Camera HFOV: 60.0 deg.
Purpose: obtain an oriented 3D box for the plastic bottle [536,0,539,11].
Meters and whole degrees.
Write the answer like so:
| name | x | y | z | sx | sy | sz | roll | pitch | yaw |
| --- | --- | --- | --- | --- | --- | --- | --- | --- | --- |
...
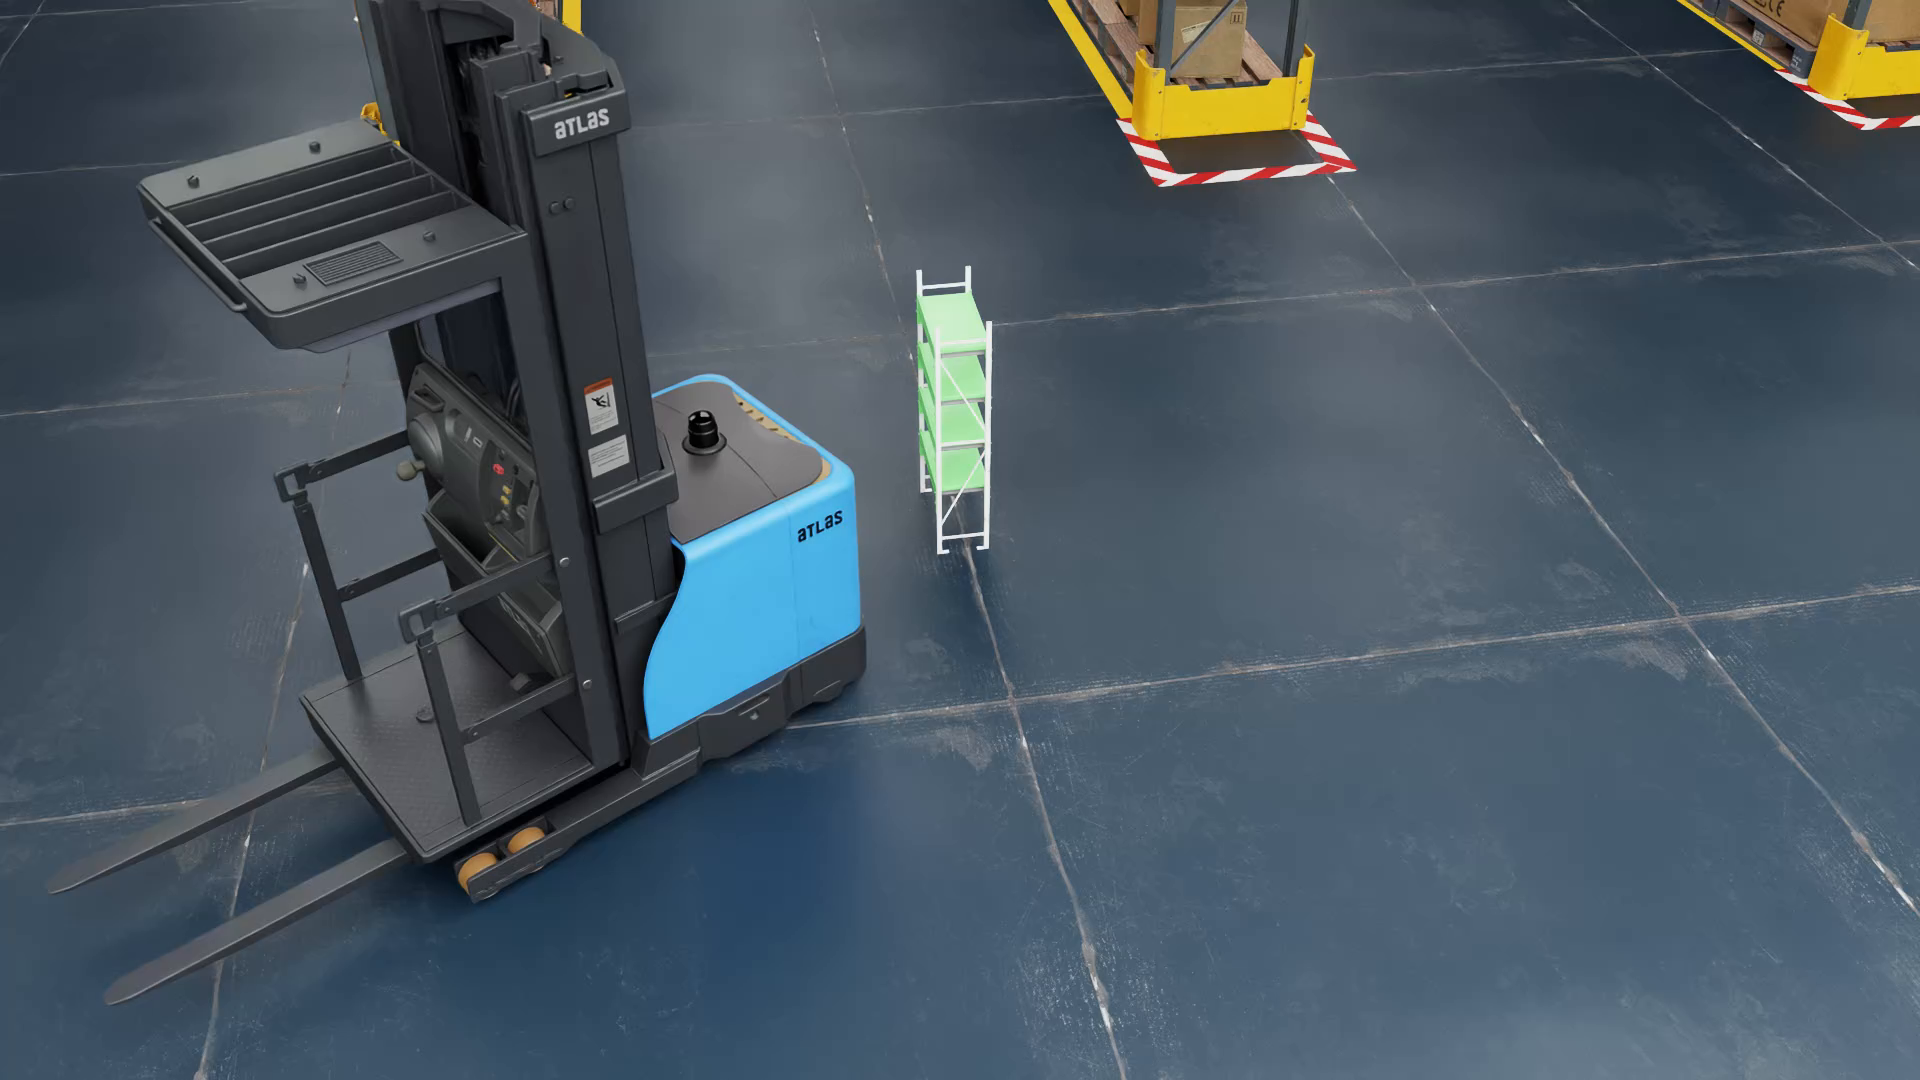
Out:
| name | x | y | z | sx | sy | sz | roll | pitch | yaw |
| --- | --- | --- | --- | --- | --- | --- | --- | --- | --- |
| plastic bottle | -3.213 | -4.076 | 12.417 | 0.097 | 0.271 | 0.097 | 0 | 38 | 0 |

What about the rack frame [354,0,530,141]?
| name | x | y | z | sx | sy | sz | roll | pitch | yaw |
| --- | --- | --- | --- | --- | --- | --- | --- | --- | --- |
| rack frame | -3.089 | -3.462 | 9.761 | 1.000 | 3.000 | 0.127 | -6 | 38 | -8 |

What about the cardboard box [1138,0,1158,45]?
| name | x | y | z | sx | sy | sz | roll | pitch | yaw |
| --- | --- | --- | --- | --- | --- | --- | --- | --- | --- |
| cardboard box | 1.556 | -3.909 | 12.032 | 0.500 | 0.500 | 0.500 | 3 | 38 | 4 |

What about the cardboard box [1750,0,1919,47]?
| name | x | y | z | sx | sy | sz | roll | pitch | yaw |
| --- | --- | --- | --- | --- | --- | --- | --- | --- | --- |
| cardboard box | 6.504 | -4.196 | 12.096 | 0.875 | 0.875 | 0.875 | -6 | 38 | -8 |

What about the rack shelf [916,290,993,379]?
| name | x | y | z | sx | sy | sz | roll | pitch | yaw |
| --- | --- | --- | --- | --- | --- | --- | --- | --- | --- |
| rack shelf | -0.029 | -0.902 | 7.255 | 0.258 | 0.148 | 0.480 | -6 | 38 | -8 |

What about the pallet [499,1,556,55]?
| name | x | y | z | sx | sy | sz | roll | pitch | yaw |
| --- | --- | --- | --- | --- | --- | --- | --- | --- | --- |
| pallet | -3.496 | -3.628 | 12.248 | 1.003 | 0.211 | 1.213 | -6 | 38 | -8 |

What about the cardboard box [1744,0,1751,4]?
| name | x | y | z | sx | sy | sz | roll | pitch | yaw |
| --- | --- | --- | --- | --- | --- | --- | --- | --- | --- |
| cardboard box | 6.348 | -4.727 | 12.779 | 0.875 | 0.875 | 0.875 | -7 | 38 | -9 |

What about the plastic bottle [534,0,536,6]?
| name | x | y | z | sx | sy | sz | roll | pitch | yaw |
| --- | --- | --- | --- | --- | --- | --- | --- | --- | --- |
| plastic bottle | -3.178 | -3.954 | 12.260 | 0.097 | 0.271 | 0.097 | 0 | 38 | 0 |

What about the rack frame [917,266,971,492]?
| name | x | y | z | sx | sy | sz | roll | pitch | yaw |
| --- | --- | --- | --- | --- | --- | --- | --- | --- | --- |
| rack frame | -0.072 | -0.721 | 7.700 | 0.240 | 1.200 | 0.015 | -6 | 38 | -8 |

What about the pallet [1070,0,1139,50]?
| name | x | y | z | sx | sy | sz | roll | pitch | yaw |
| --- | --- | --- | --- | --- | --- | --- | --- | --- | --- |
| pallet | 1.456 | -4.169 | 12.944 | 1.003 | 0.211 | 1.213 | -6 | 38 | -8 |

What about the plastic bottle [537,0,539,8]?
| name | x | y | z | sx | sy | sz | roll | pitch | yaw |
| --- | --- | --- | --- | --- | --- | --- | --- | --- | --- |
| plastic bottle | -3.231 | -4.110 | 12.518 | 0.097 | 0.201 | 0.097 | 0 | 38 | 0 |

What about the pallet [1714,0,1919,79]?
| name | x | y | z | sx | sy | sz | roll | pitch | yaw |
| --- | --- | --- | --- | --- | --- | --- | --- | --- | --- |
| pallet | 6.471 | -3.840 | 12.521 | 1.003 | 0.211 | 1.213 | -6 | 38 | -8 |

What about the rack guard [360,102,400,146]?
| name | x | y | z | sx | sy | sz | roll | pitch | yaw |
| --- | --- | --- | --- | --- | --- | --- | --- | --- | --- |
| rack guard | -3.149 | -2.515 | 10.580 | 1.175 | 0.500 | 0.348 | -6 | 38 | -8 |

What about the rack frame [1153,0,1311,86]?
| name | x | y | z | sx | sy | sz | roll | pitch | yaw |
| --- | --- | --- | --- | --- | --- | --- | --- | --- | --- |
| rack frame | 1.787 | -3.994 | 10.446 | 1.000 | 3.000 | 0.127 | -6 | 38 | -8 |

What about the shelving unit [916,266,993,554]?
| name | x | y | z | sx | sy | sz | roll | pitch | yaw |
| --- | --- | --- | --- | --- | --- | --- | --- | --- | --- |
| shelving unit | -0.029 | -0.574 | 7.511 | 0.258 | 1.200 | 0.503 | -6 | 38 | -8 |

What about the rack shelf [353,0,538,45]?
| name | x | y | z | sx | sy | sz | roll | pitch | yaw |
| --- | --- | --- | --- | --- | --- | --- | --- | --- | --- |
| rack shelf | -3.440 | -4.386 | 11.536 | 1.077 | 0.370 | 4.000 | -6 | 38 | -8 |

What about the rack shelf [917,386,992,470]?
| name | x | y | z | sx | sy | sz | roll | pitch | yaw |
| --- | --- | --- | --- | --- | --- | --- | --- | --- | --- |
| rack shelf | -0.029 | -0.523 | 7.550 | 0.258 | 0.148 | 0.480 | -6 | 38 | -8 |

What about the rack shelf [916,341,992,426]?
| name | x | y | z | sx | sy | sz | roll | pitch | yaw |
| --- | --- | --- | --- | --- | --- | --- | --- | --- | --- |
| rack shelf | -0.029 | -0.713 | 7.403 | 0.258 | 0.148 | 0.480 | -6 | 38 | -8 |

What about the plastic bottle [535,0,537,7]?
| name | x | y | z | sx | sy | sz | roll | pitch | yaw |
| --- | --- | --- | --- | --- | --- | --- | --- | --- | --- |
| plastic bottle | -3.195 | -3.986 | 12.358 | 0.097 | 0.201 | 0.097 | 0 | 38 | 0 |

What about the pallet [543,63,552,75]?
| name | x | y | z | sx | sy | sz | roll | pitch | yaw |
| --- | --- | --- | --- | --- | --- | --- | --- | --- | --- |
| pallet | -3.286 | -2.893 | 11.301 | 1.003 | 0.211 | 1.213 | -6 | 38 | -8 |

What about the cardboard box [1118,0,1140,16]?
| name | x | y | z | sx | sy | sz | roll | pitch | yaw |
| --- | --- | --- | --- | --- | --- | --- | --- | --- | --- |
| cardboard box | 1.465 | -4.290 | 12.522 | 0.500 | 0.500 | 0.500 | -3 | 38 | -4 |

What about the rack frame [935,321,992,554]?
| name | x | y | z | sx | sy | sz | roll | pitch | yaw |
| --- | --- | --- | --- | --- | --- | --- | --- | --- | --- |
| rack frame | 0.014 | -0.426 | 7.321 | 0.240 | 1.200 | 0.015 | -6 | 38 | -8 |

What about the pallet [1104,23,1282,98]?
| name | x | y | z | sx | sy | sz | roll | pitch | yaw |
| --- | --- | --- | --- | --- | --- | --- | --- | --- | --- |
| pallet | 1.666 | -3.434 | 11.998 | 1.003 | 0.211 | 1.213 | -6 | 38 | -8 |

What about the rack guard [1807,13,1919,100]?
| name | x | y | z | sx | sy | sz | roll | pitch | yaw |
| --- | --- | --- | --- | --- | --- | --- | --- | --- | --- |
| rack guard | 6.692 | -3.465 | 11.803 | 1.175 | 0.500 | 0.348 | -6 | 38 | -8 |

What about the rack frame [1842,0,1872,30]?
| name | x | y | z | sx | sy | sz | roll | pitch | yaw |
| --- | --- | --- | --- | --- | --- | --- | --- | --- | --- |
| rack frame | 6.688 | -4.467 | 11.055 | 1.000 | 3.000 | 0.127 | -6 | 38 | -8 |

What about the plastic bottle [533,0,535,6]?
| name | x | y | z | sx | sy | sz | roll | pitch | yaw |
| --- | --- | --- | --- | --- | --- | --- | --- | --- | --- |
| plastic bottle | -3.160 | -3.894 | 12.182 | 0.097 | 0.271 | 0.097 | 0 | 38 | 0 |

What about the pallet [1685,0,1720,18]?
| name | x | y | z | sx | sy | sz | roll | pitch | yaw |
| --- | --- | --- | --- | --- | --- | --- | --- | --- | --- |
| pallet | 6.260 | -4.575 | 13.467 | 1.003 | 0.211 | 1.213 | -6 | 38 | -8 |

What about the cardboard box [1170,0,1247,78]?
| name | x | y | z | sx | sy | sz | roll | pitch | yaw |
| --- | --- | --- | --- | --- | --- | --- | --- | --- | --- |
| cardboard box | 1.694 | -3.552 | 11.572 | 0.500 | 0.500 | 0.500 | 0 | 38 | 1 |

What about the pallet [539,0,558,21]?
| name | x | y | z | sx | sy | sz | roll | pitch | yaw |
| --- | --- | --- | --- | --- | --- | --- | --- | --- | --- |
| pallet | -3.714 | -4.366 | 13.198 | 1.003 | 0.211 | 1.213 | -6 | 38 | -8 |

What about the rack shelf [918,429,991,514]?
| name | x | y | z | sx | sy | sz | roll | pitch | yaw |
| --- | --- | --- | --- | --- | --- | --- | --- | --- | --- |
| rack shelf | -0.029 | -0.334 | 7.697 | 0.258 | 0.148 | 0.480 | -6 | 38 | -8 |

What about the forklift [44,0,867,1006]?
| name | x | y | z | sx | sy | sz | roll | pitch | yaw |
| --- | --- | --- | --- | --- | --- | --- | --- | --- | --- |
| forklift | -1.842 | -0.216 | 5.639 | 3.031 | 2.935 | 1.130 | -27 | 45 | -31 |

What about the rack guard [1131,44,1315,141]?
| name | x | y | z | sx | sy | sz | roll | pitch | yaw |
| --- | --- | --- | --- | --- | --- | --- | --- | --- | --- |
| rack guard | 1.774 | -3.053 | 11.272 | 1.175 | 0.500 | 0.348 | -6 | 38 | -8 |

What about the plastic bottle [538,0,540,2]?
| name | x | y | z | sx | sy | sz | roll | pitch | yaw |
| --- | --- | --- | --- | --- | --- | --- | --- | --- | --- |
| plastic bottle | -3.279 | -4.208 | 12.583 | 0.152 | 0.276 | 0.135 | -6 | 38 | -7 |
